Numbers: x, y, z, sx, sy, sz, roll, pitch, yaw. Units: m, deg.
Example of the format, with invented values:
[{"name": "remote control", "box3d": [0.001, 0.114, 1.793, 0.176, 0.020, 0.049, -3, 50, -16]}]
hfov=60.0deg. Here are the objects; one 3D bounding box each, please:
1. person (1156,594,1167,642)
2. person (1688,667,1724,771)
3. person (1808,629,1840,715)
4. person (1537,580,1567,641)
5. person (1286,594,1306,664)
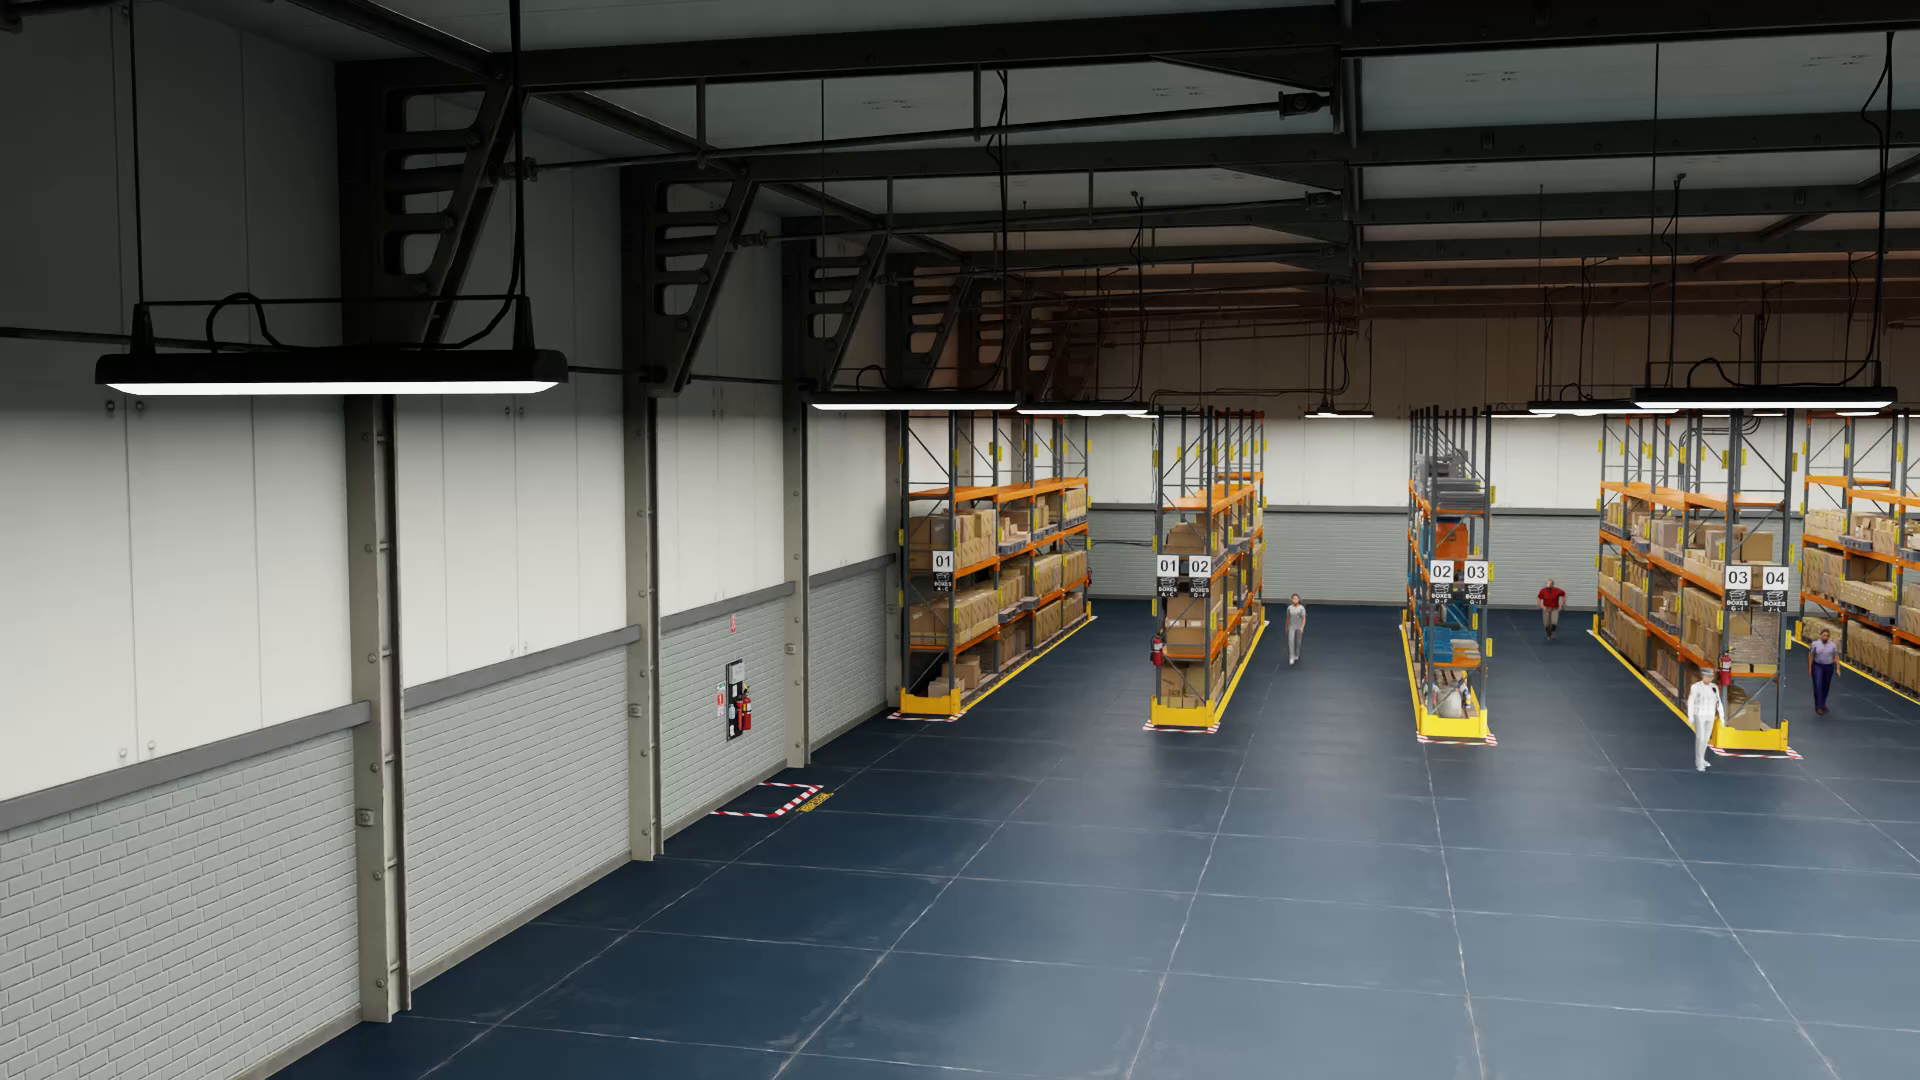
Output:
[{"name": "person", "box3d": [5.343, 1.791, 43.022, 0.565, 1.667, 1.068, 1, 4, 11]}, {"name": "person", "box3d": [12.262, 2.950, 27.377, 0.533, 1.722, 0.489, 0, 4, -6]}, {"name": "person", "box3d": [16.970, 2.567, 32.657, 0.527, 1.665, 0.676, 1, 4, 10]}, {"name": "person", "box3d": [15.324, 1.823, 43.055, 0.712, 1.635, 0.717, 2, 4, 23]}, {"name": "person", "box3d": [7.931, 2.077, 39.199, 0.441, 1.600, 1.044, 0, 4, 4]}]
